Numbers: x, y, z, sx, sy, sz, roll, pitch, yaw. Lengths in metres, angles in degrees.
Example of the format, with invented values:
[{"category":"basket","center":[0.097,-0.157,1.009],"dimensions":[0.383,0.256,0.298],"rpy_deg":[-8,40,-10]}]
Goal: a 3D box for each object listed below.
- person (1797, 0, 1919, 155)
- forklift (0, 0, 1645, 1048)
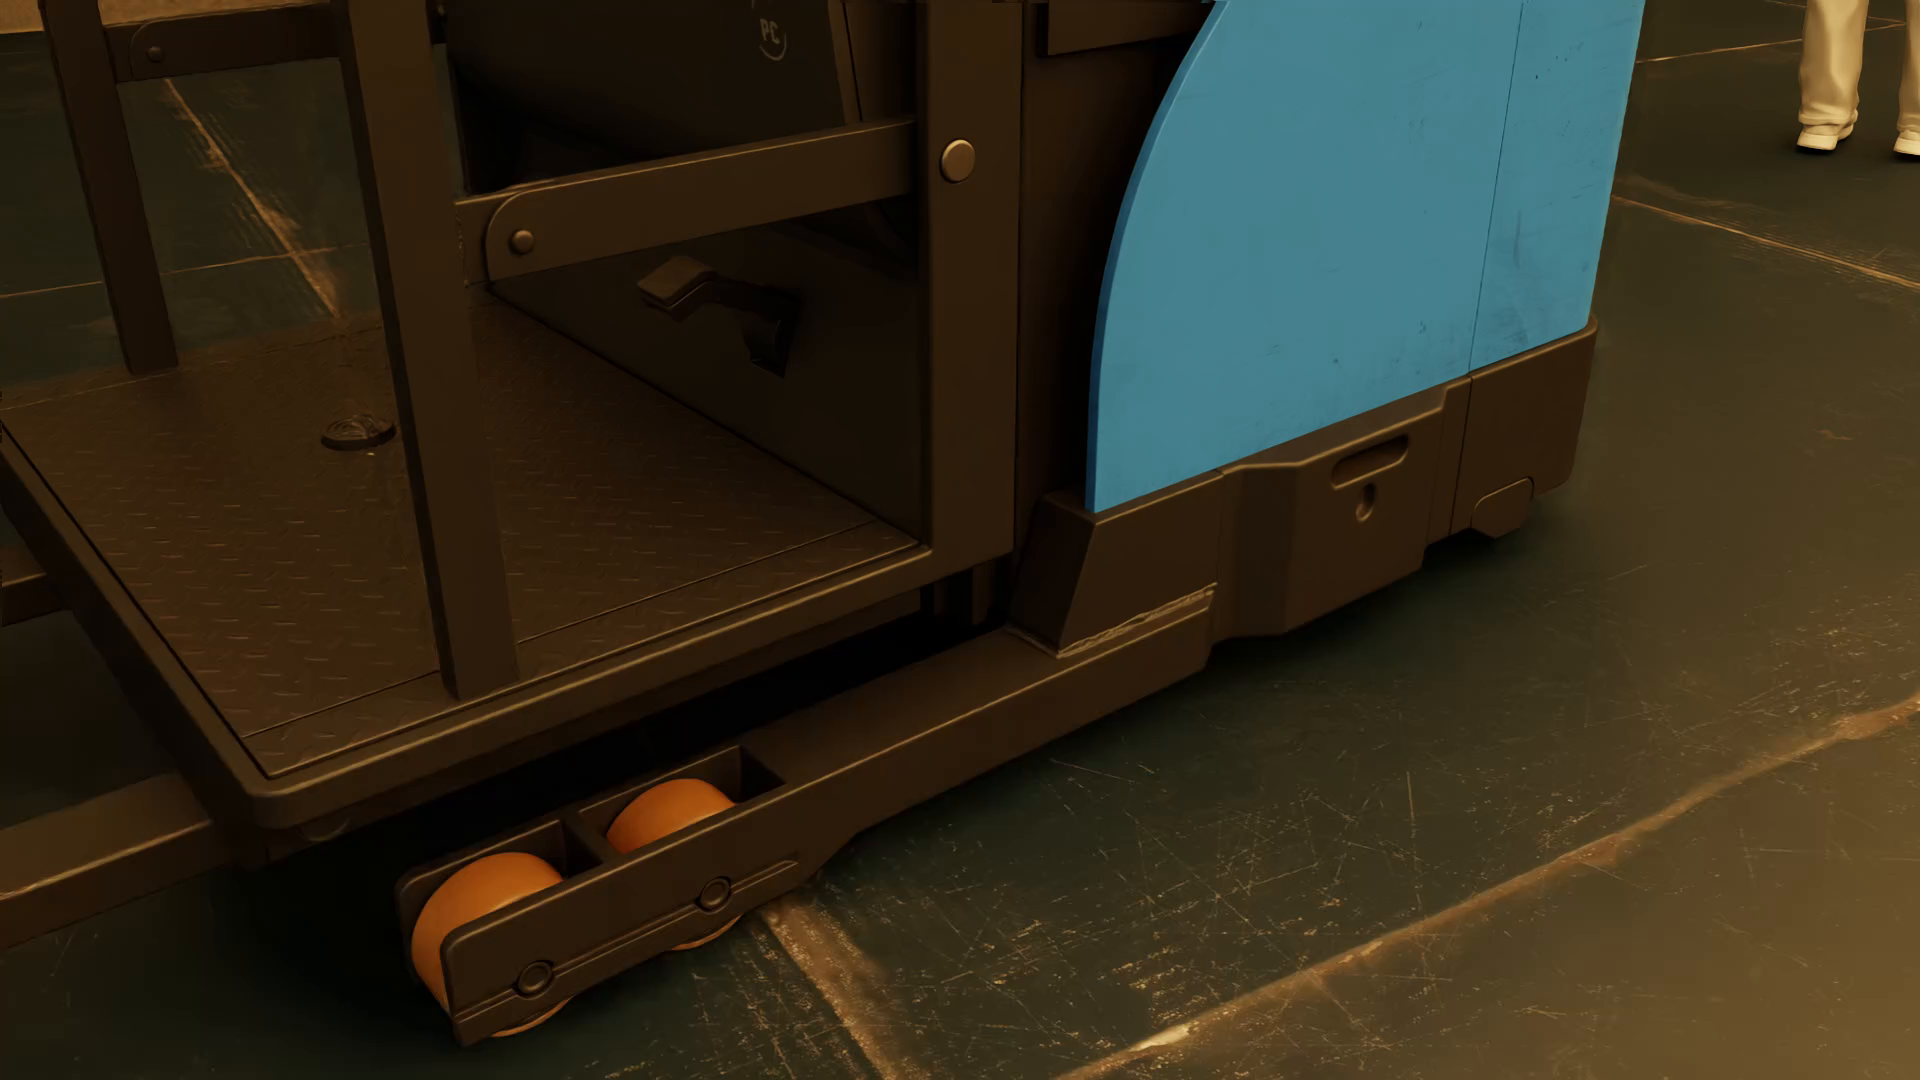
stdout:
[{"category":"person","center":[2.484,-1.921,4.307],"dimensions":[0.581,1.776,0.693],"rpy_deg":[-23,35,-38]},{"category":"forklift","center":[-0.523,-1.109,1.447],"dimensions":[3.031,2.935,1.130],"rpy_deg":[-20,33,-34]}]
